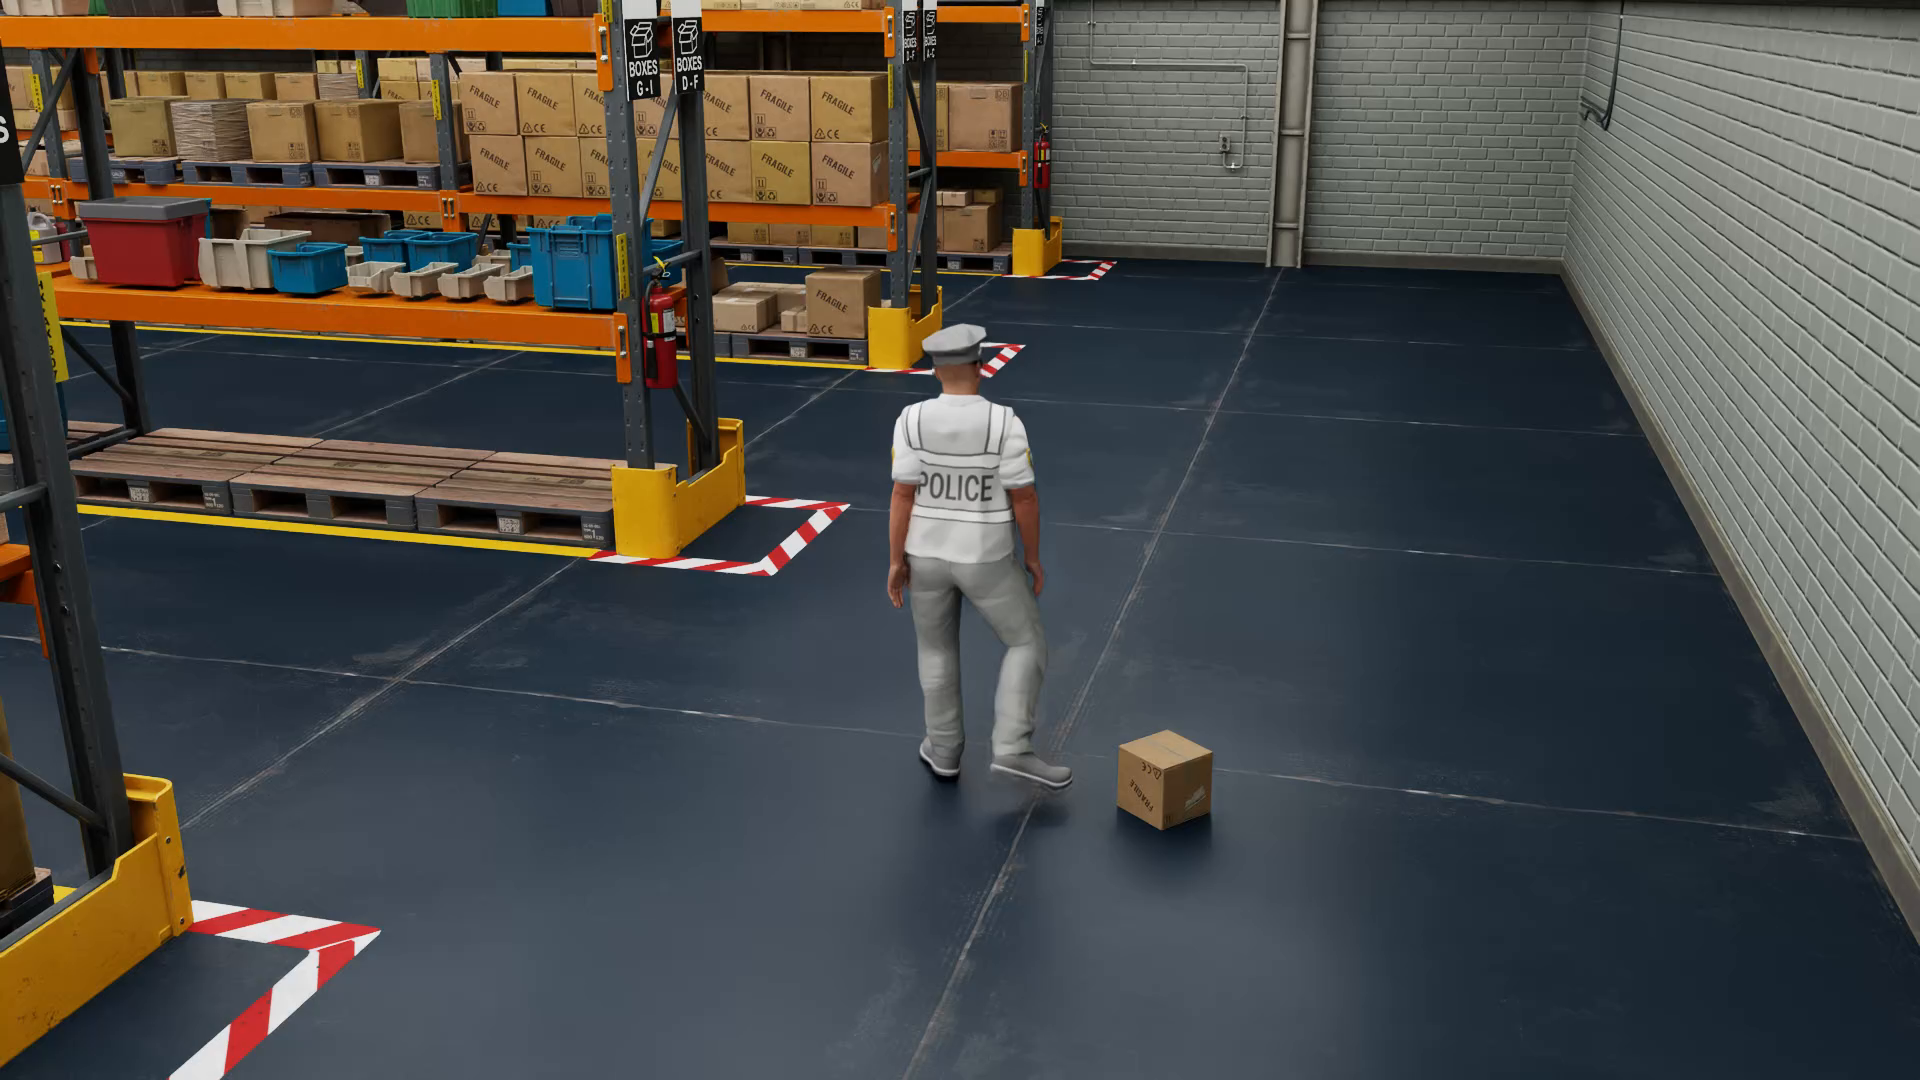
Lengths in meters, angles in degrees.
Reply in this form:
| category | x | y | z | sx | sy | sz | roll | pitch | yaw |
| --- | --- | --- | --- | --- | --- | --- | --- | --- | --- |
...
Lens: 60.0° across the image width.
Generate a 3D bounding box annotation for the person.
| category | x | y | z | sx | sy | sz | roll | pitch | yaw |
| --- | --- | --- | --- | --- | --- | --- | --- | --- | --- |
| person | 0.096 | 0.088 | 6.267 | 0.736 | 1.743 | 0.559 | 4 | 19 | 12 |
